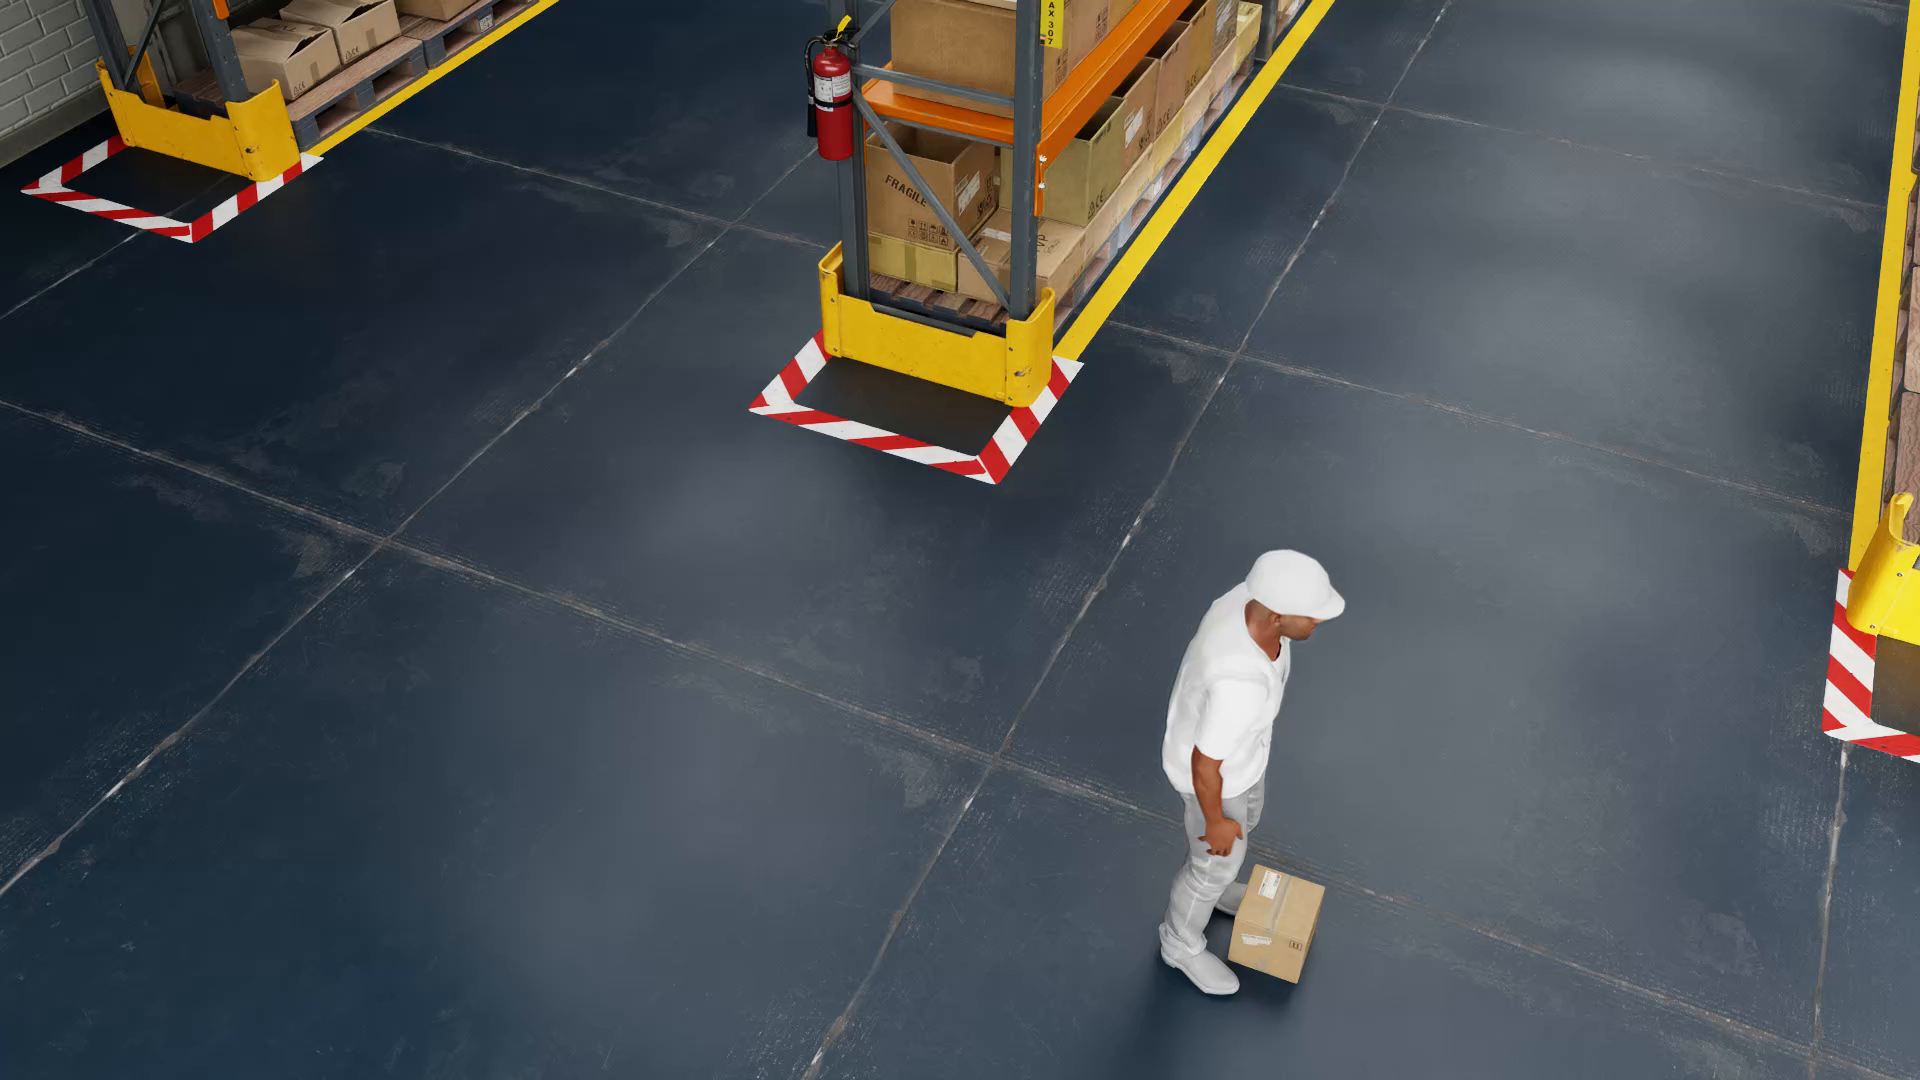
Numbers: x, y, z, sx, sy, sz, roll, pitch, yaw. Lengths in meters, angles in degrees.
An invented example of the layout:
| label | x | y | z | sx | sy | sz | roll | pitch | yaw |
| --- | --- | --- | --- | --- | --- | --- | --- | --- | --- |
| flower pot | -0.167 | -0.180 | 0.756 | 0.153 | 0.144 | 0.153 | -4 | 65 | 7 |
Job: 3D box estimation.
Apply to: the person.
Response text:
| label | x | y | z | sx | sy | sz | roll | pitch | yaw |
| --- | --- | --- | --- | --- | --- | --- | --- | --- | --- |
| person | 0.889 | 0.707 | 5.355 | 0.462 | 1.759 | 0.632 | 15 | 44 | 16 |
